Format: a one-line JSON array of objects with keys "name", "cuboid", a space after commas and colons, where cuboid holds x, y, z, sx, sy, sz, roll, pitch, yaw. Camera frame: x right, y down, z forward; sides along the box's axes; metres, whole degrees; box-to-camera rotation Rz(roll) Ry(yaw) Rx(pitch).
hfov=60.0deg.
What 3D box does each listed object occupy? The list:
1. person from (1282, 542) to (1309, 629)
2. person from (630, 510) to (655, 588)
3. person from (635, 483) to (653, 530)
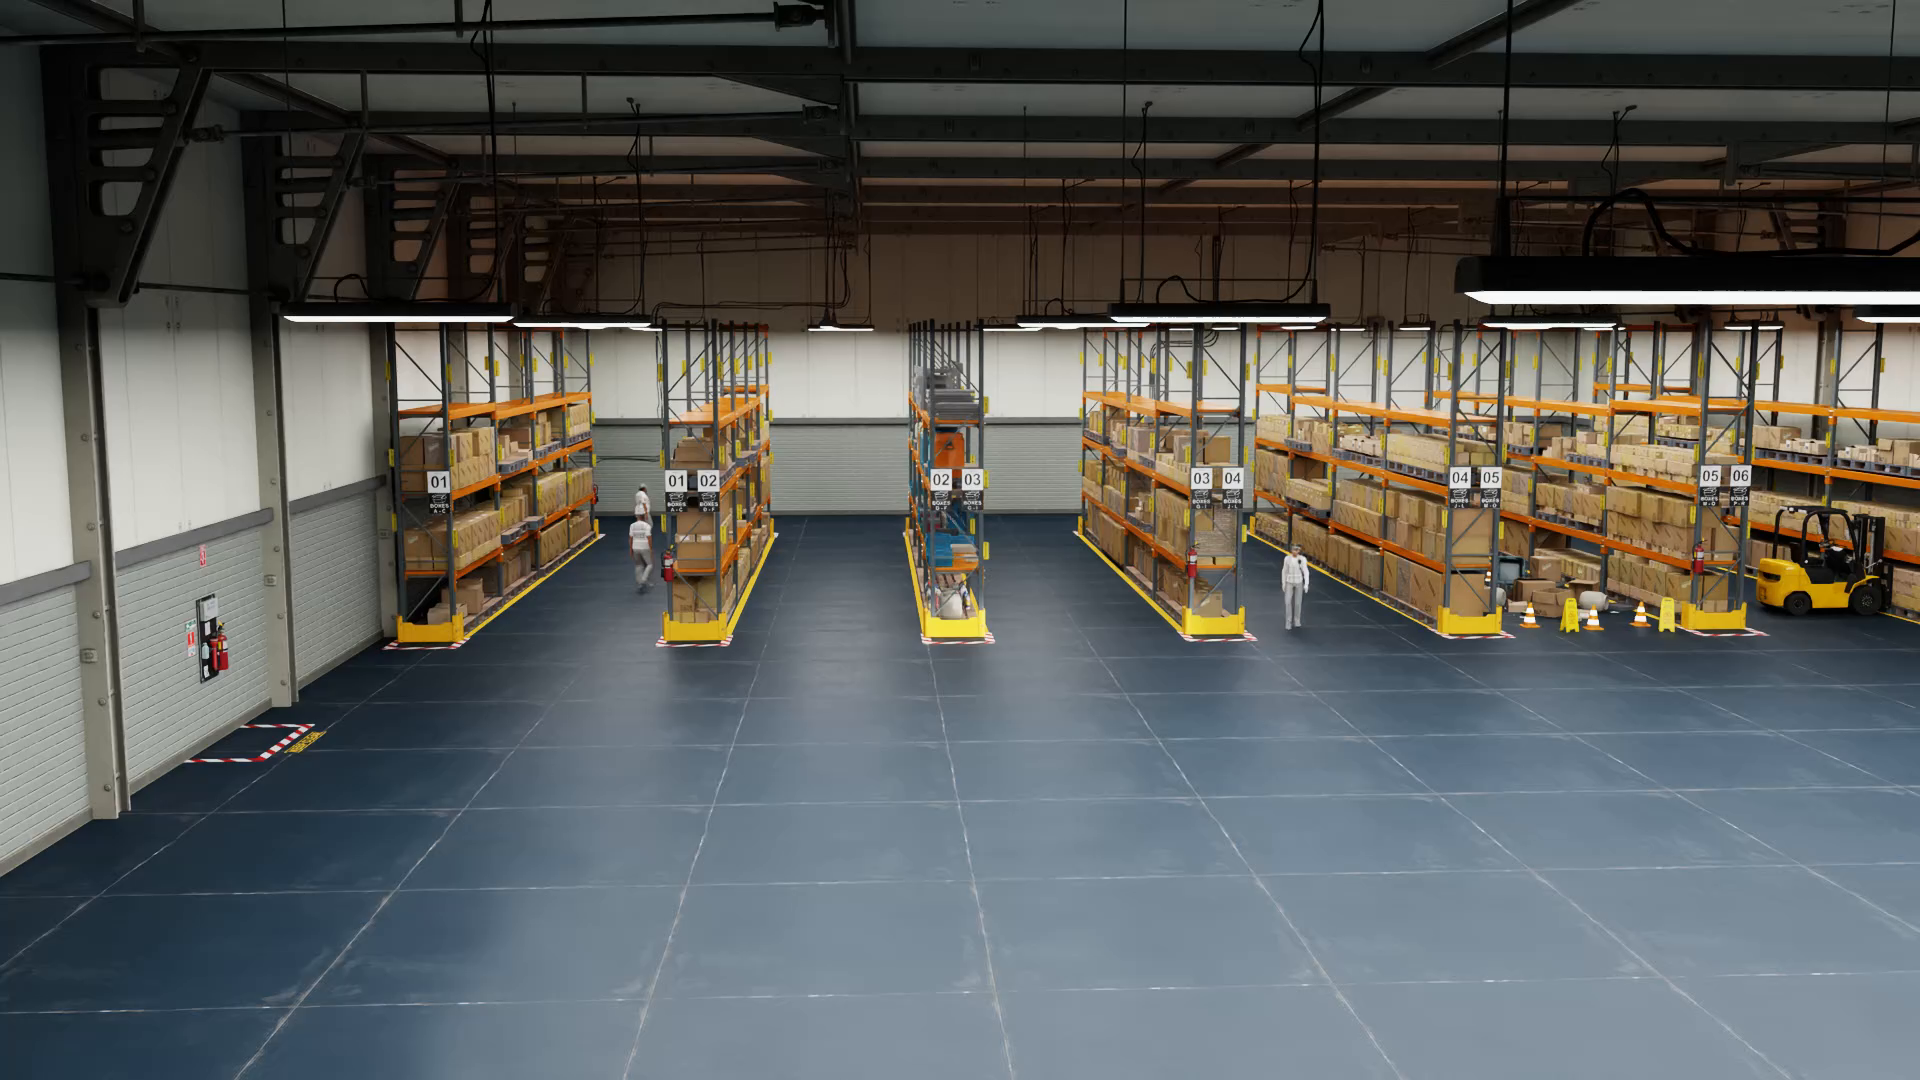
[{"name": "person", "cuboid": [6.555, 0.906, 32.518, 0.540, 1.739, 0.479, 2, 7, 18]}, {"name": "person", "cuboid": [-7.204, 0.215, 37.586, 0.599, 1.756, 0.540, 2, 7, 16]}, {"name": "person", "cuboid": [-8.699, -0.717, 45.511, 0.489, 1.661, 0.521, -5, 9, -37]}]
